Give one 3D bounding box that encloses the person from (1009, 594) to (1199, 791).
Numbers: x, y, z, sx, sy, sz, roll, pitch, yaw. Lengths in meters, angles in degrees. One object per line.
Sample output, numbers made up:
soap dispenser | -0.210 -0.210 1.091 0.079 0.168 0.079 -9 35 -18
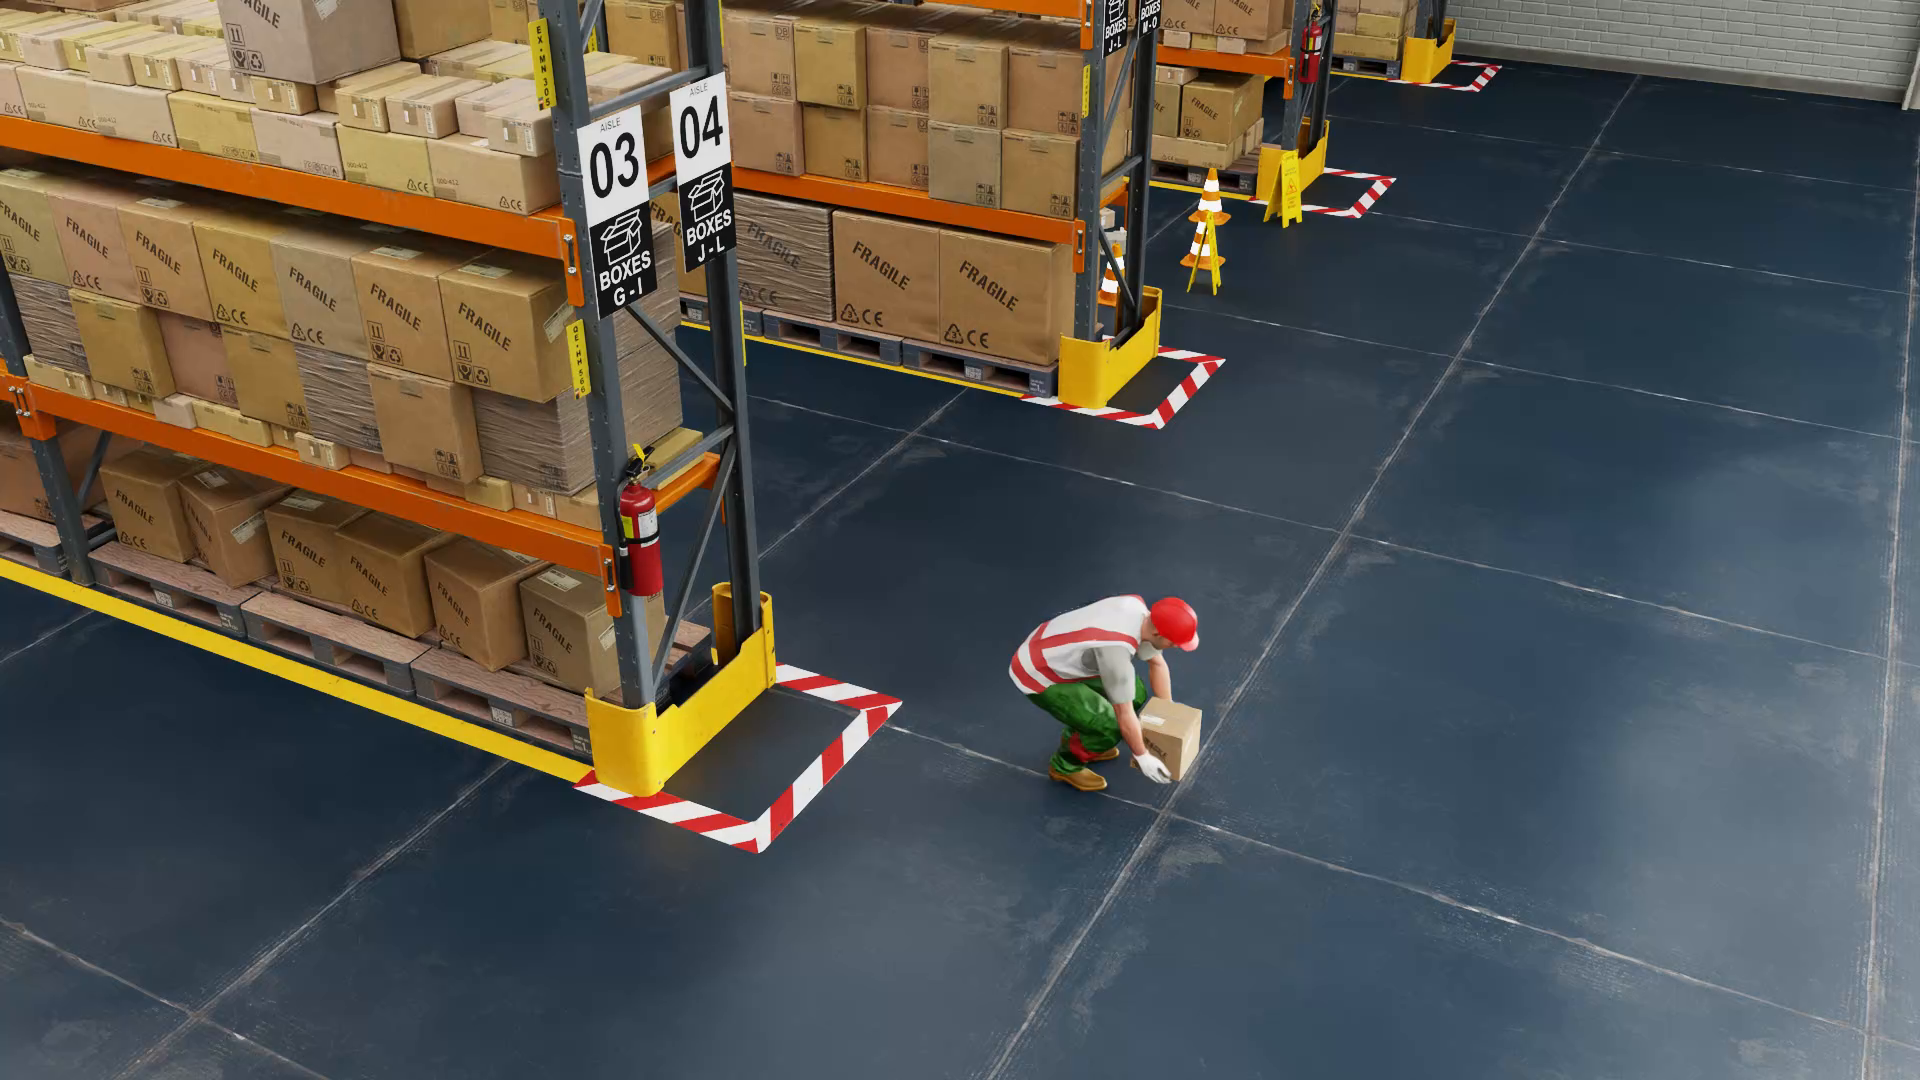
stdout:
person | 0.682 0.665 7.867 0.866 1.040 0.568 14 33 23
